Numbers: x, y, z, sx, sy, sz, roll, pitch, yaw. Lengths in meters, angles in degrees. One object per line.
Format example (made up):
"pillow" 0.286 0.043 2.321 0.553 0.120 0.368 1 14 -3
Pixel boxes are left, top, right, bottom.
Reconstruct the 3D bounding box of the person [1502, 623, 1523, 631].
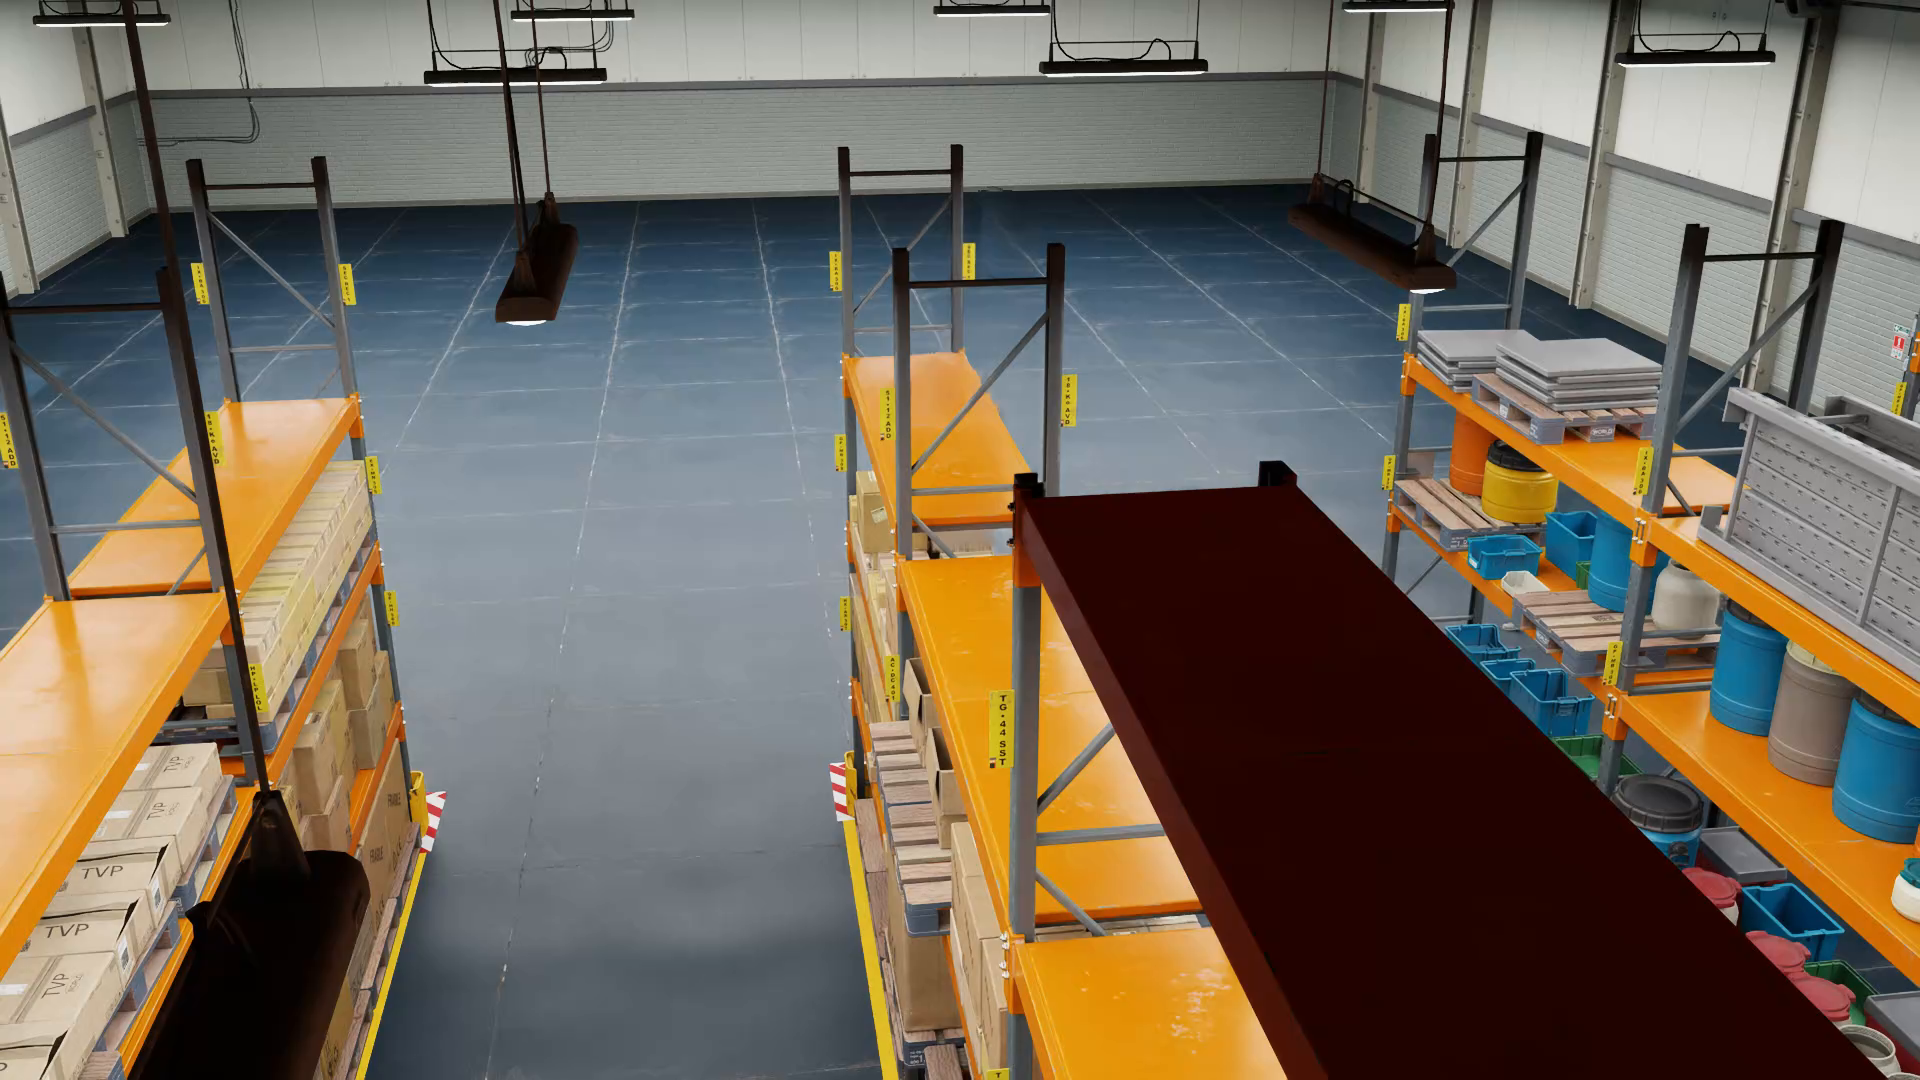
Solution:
"person" 6.457 0.292 18.691 0.543 1.659 0.635 5 22 13

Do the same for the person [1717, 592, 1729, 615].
"person" 8.442 0.450 18.186 0.779 1.697 0.668 6 22 15
